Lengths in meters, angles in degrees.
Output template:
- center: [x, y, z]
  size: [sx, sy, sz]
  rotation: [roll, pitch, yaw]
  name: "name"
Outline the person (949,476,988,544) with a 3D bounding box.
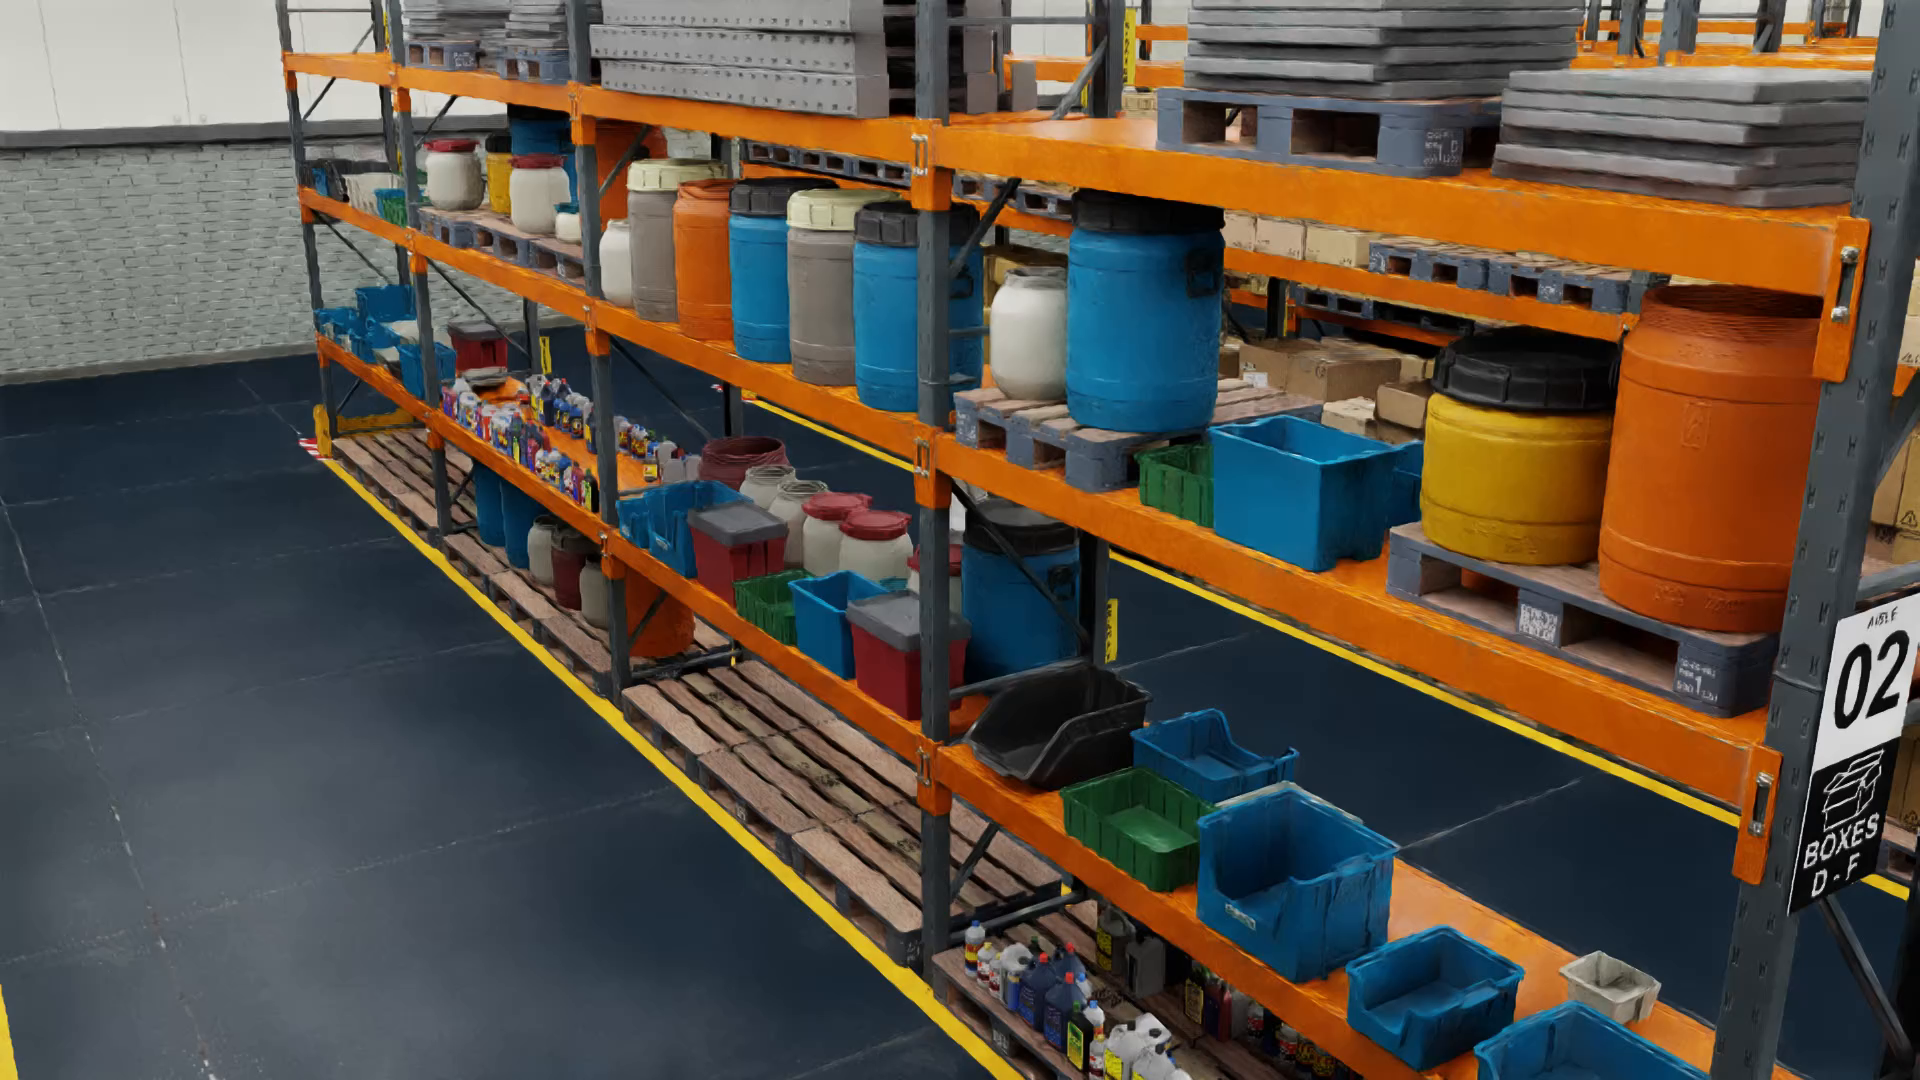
- center: [0.011, -0.119, 12.316]
  size: [0.441, 1.779, 0.647]
  rotation: [-14, 22, -36]
  name: "person"
